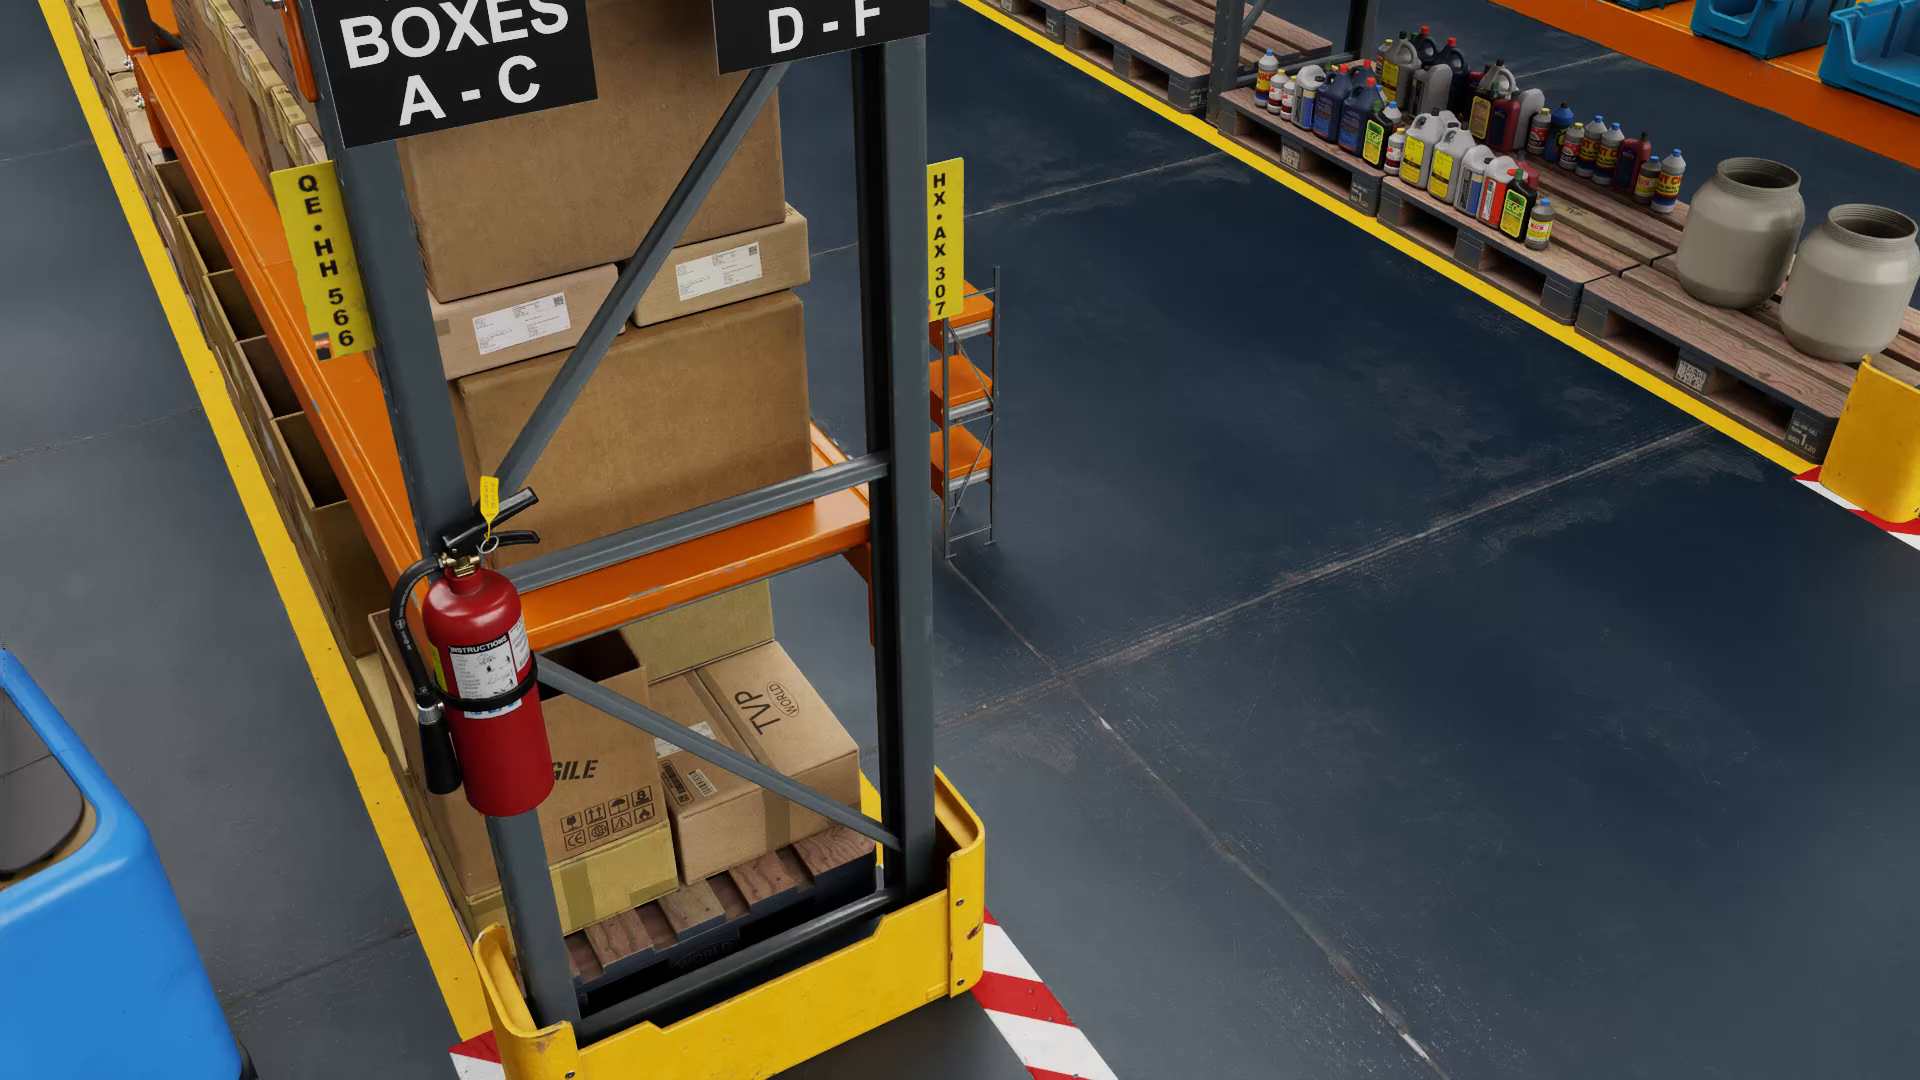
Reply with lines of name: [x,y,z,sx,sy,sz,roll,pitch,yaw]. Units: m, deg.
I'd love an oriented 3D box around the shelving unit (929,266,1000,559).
shelving unit: [-0.027,-0.451,5.478,0.215,1.050,0.252,-19,40,-24]

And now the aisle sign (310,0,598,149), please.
aisle sign: [-0.742,-0.956,2.311,0.394,0.787,0.004,-19,40,-24]

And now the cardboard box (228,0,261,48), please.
cardboard box: [-1.545,-1.638,4.265,0.700,0.500,0.500,-19,40,-24]

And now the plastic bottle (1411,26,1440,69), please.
plastic bottle: [2.327,-2.397,8.362,0.144,0.351,0.185,-20,41,-25]

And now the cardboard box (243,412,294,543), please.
cardboard box: [-2.066,-0.286,5.574,0.500,0.250,0.500,-19,40,-24]

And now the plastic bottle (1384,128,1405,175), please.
plastic bottle: [2.018,-1.798,7.667,0.097,0.201,0.097,0,36,0]

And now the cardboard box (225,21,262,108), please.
cardboard box: [-1.658,-1.257,4.294,0.380,0.149,0.250,-19,40,-25]

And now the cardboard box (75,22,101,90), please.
cardboard box: [-4.277,-2.555,8.680,0.500,0.250,0.500,-20,41,-25]

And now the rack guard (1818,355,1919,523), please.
rack guard: [3.685,-0.508,6.021,1.175,0.500,0.348,-19,40,-24]

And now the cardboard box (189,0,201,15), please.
cardboard box: [-2.048,-1.653,4.836,0.380,0.149,0.250,-20,41,-25]

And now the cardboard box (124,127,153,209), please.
cardboard box: [-3.499,-1.770,7.606,0.500,0.250,0.500,-18,40,-23]

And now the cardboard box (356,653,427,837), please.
cardboard box: [-1.307,0.477,4.529,0.500,0.250,0.500,-19,40,-24]

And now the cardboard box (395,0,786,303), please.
cardboard box: [-0.771,-0.859,3.199,0.700,0.500,0.500,-19,40,-24]

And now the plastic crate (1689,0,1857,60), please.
plastic crate: [2.933,-1.932,5.978,0.499,0.251,0.408,-19,40,-24]

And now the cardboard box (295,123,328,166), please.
cardboard box: [-1.263,-0.859,3.749,0.380,0.149,0.250,-18,40,-23]

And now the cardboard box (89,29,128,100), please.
cardboard box: [-3.746,-2.249,7.786,0.500,0.311,0.500,-19,40,-24]

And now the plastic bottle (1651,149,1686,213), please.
plastic bottle: [3.123,-1.585,7.317,0.097,0.271,0.097,0,36,0]

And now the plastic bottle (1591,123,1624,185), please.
plastic bottle: [2.950,-1.760,7.556,0.097,0.271,0.097,0,36,0]

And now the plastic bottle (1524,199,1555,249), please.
plastic bottle: [2.462,-1.346,7.050,0.097,0.201,0.097,0,36,0]

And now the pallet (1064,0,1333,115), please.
pallet: [1.326,-2.795,9.398,1.003,0.211,1.213,-19,40,-24]

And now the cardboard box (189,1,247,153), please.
cardboard box: [-2.031,-1.615,5.333,0.700,0.500,0.500,-19,40,-24]

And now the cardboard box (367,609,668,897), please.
cardboard box: [-1.047,0.426,3.962,0.500,0.500,0.500,-19,40,-24]

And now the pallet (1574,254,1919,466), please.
pallet: [3.282,-0.807,6.676,1.003,0.211,1.213,-19,40,-24]

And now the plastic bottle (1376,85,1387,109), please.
plastic bottle: [1.978,-2.035,7.933,0.097,0.271,0.097,0,36,0]

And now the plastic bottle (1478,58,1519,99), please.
plastic bottle: [2.586,-2.134,8.002,0.144,0.351,0.185,-19,40,-24]

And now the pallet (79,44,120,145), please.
pallet: [-4.160,-2.549,9.060,1.003,0.211,1.213,-19,40,-24]

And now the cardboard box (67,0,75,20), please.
cardboard box: [-4.531,-3.038,8.866,0.500,0.311,0.500,-18,40,-22]

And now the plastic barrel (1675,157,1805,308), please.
plastic barrel: [3.116,-1.226,6.638,0.421,0.512,0.421,0,36,0]

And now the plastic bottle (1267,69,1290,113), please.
plastic bottle: [1.587,-2.235,8.267,0.097,0.201,0.097,0,36,0]

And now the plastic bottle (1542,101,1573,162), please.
plastic bottle: [2.798,-1.914,7.768,0.097,0.271,0.097,0,36,0]

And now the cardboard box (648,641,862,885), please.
cardboard box: [-0.598,0.575,4.395,0.500,0.250,0.500,-19,40,-24]

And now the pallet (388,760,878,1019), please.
pallet: [-0.941,0.722,4.582,1.003,0.211,1.213,-19,40,-24]

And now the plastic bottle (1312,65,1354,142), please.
plastic bottle: [1.801,-2.105,7.962,0.144,0.351,0.185,-18,40,-23]

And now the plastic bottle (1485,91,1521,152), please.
plastic bottle: [2.572,-1.991,7.863,0.061,0.283,0.133,-19,40,-24]

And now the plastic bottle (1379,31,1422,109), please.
plastic bottle: [2.203,-2.354,8.303,0.144,0.351,0.185,-19,40,-24]

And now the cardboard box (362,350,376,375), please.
cardboard box: [-1.257,-0.830,4.258,0.700,0.500,0.500,-19,40,-24]

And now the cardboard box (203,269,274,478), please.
cardboard box: [-2.065,-0.589,5.353,0.500,0.500,0.500,-19,40,-24]

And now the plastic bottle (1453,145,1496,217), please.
plastic bottle: [2.290,-1.584,7.312,0.152,0.276,0.135,-20,41,-25]

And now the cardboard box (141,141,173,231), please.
cardboard box: [-2.982,-1.473,6.724,0.500,0.311,0.500,-19,40,-24]

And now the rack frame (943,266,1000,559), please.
rack frame: [0.034,-0.389,5.393,0.200,1.050,0.008,-19,40,-24]

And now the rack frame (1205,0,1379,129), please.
rack frame: [1.754,-3.532,8.043,1.000,3.000,0.127,-19,40,-24]

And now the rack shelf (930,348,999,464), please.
rack shelf: [-0.027,-0.443,5.484,0.215,0.259,0.240,-19,40,-24]

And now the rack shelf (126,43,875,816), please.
rack shelf: [-1.525,-0.756,4.851,1.077,0.370,4.000,-19,40,-24]
